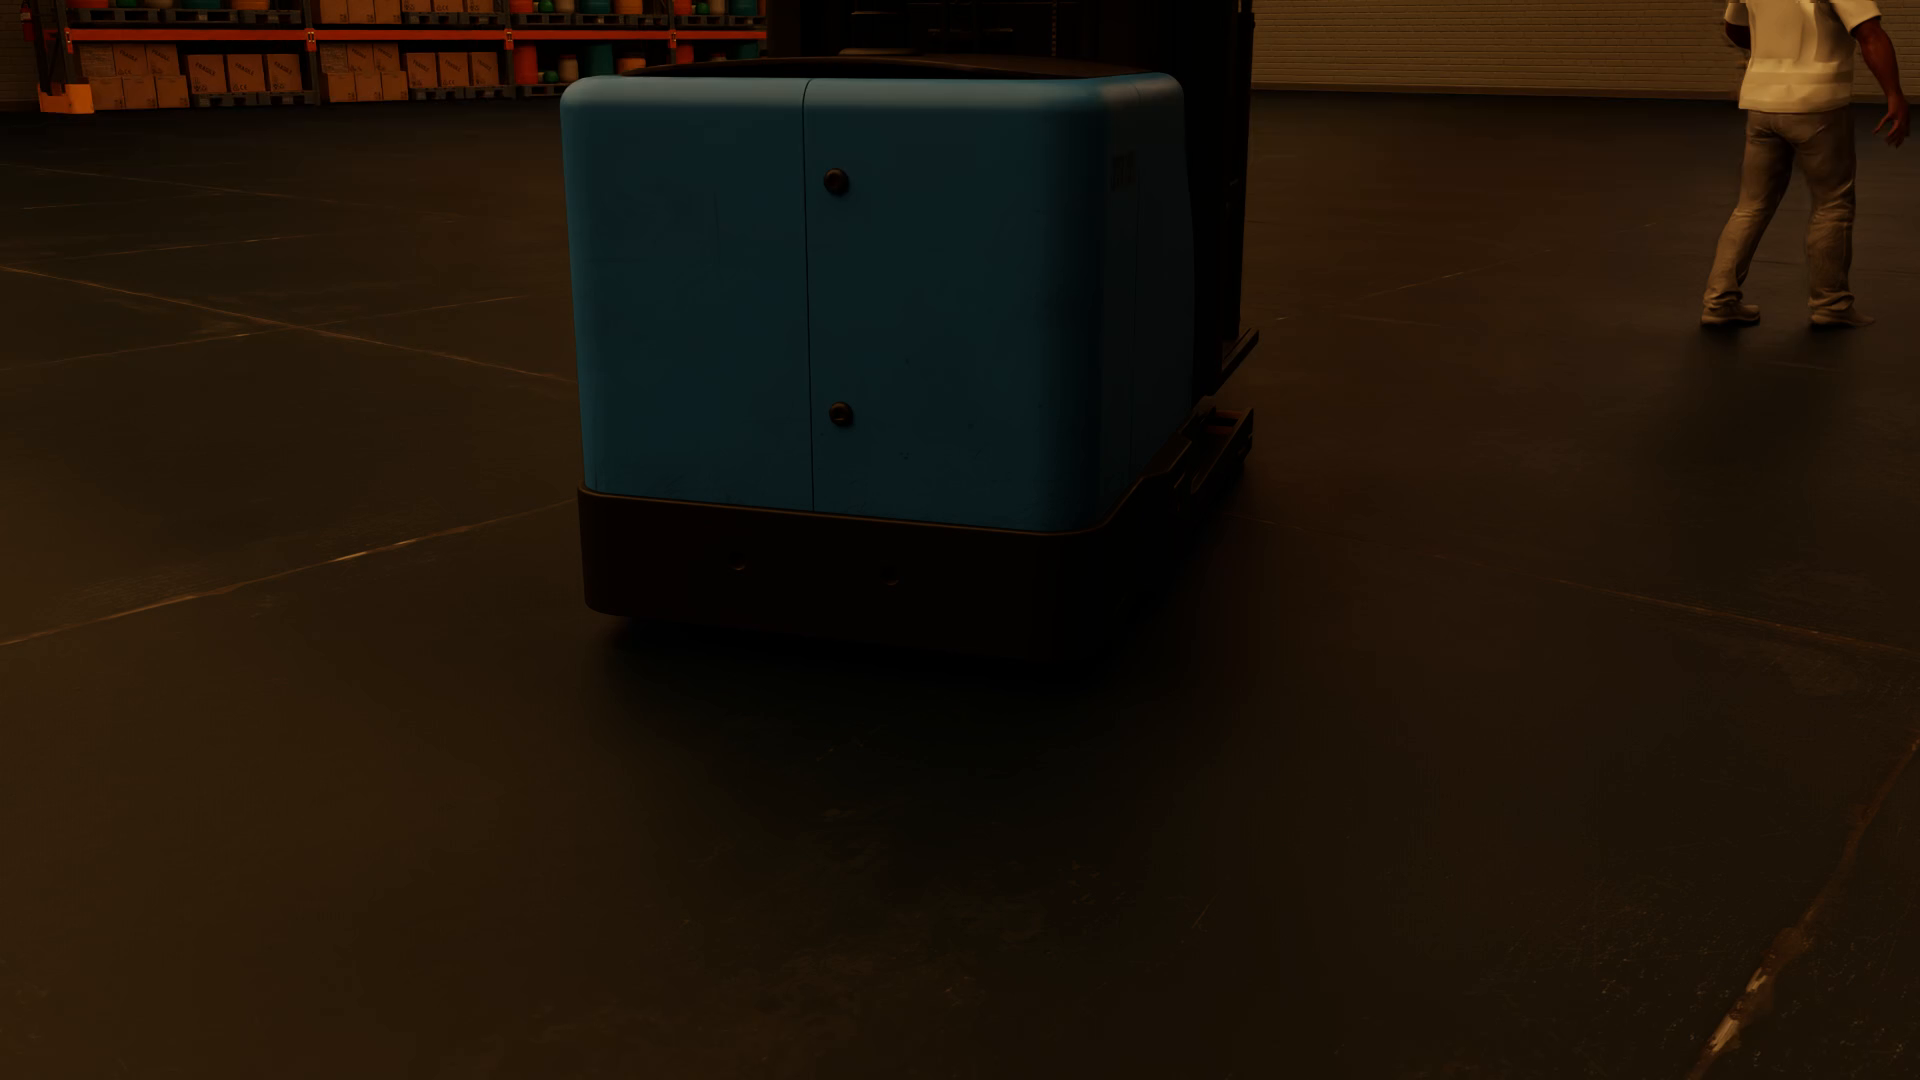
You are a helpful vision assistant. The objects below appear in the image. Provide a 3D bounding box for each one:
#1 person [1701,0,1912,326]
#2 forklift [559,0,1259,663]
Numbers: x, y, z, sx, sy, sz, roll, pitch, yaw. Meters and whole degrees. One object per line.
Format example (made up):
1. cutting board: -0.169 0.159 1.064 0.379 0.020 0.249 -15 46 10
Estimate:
1. person: 3.432 -1.713 6.630 0.734 1.755 1.046 -7 18 -23
2. forklift: 0.182 -1.571 4.072 1.130 2.935 3.031 5 18 17
